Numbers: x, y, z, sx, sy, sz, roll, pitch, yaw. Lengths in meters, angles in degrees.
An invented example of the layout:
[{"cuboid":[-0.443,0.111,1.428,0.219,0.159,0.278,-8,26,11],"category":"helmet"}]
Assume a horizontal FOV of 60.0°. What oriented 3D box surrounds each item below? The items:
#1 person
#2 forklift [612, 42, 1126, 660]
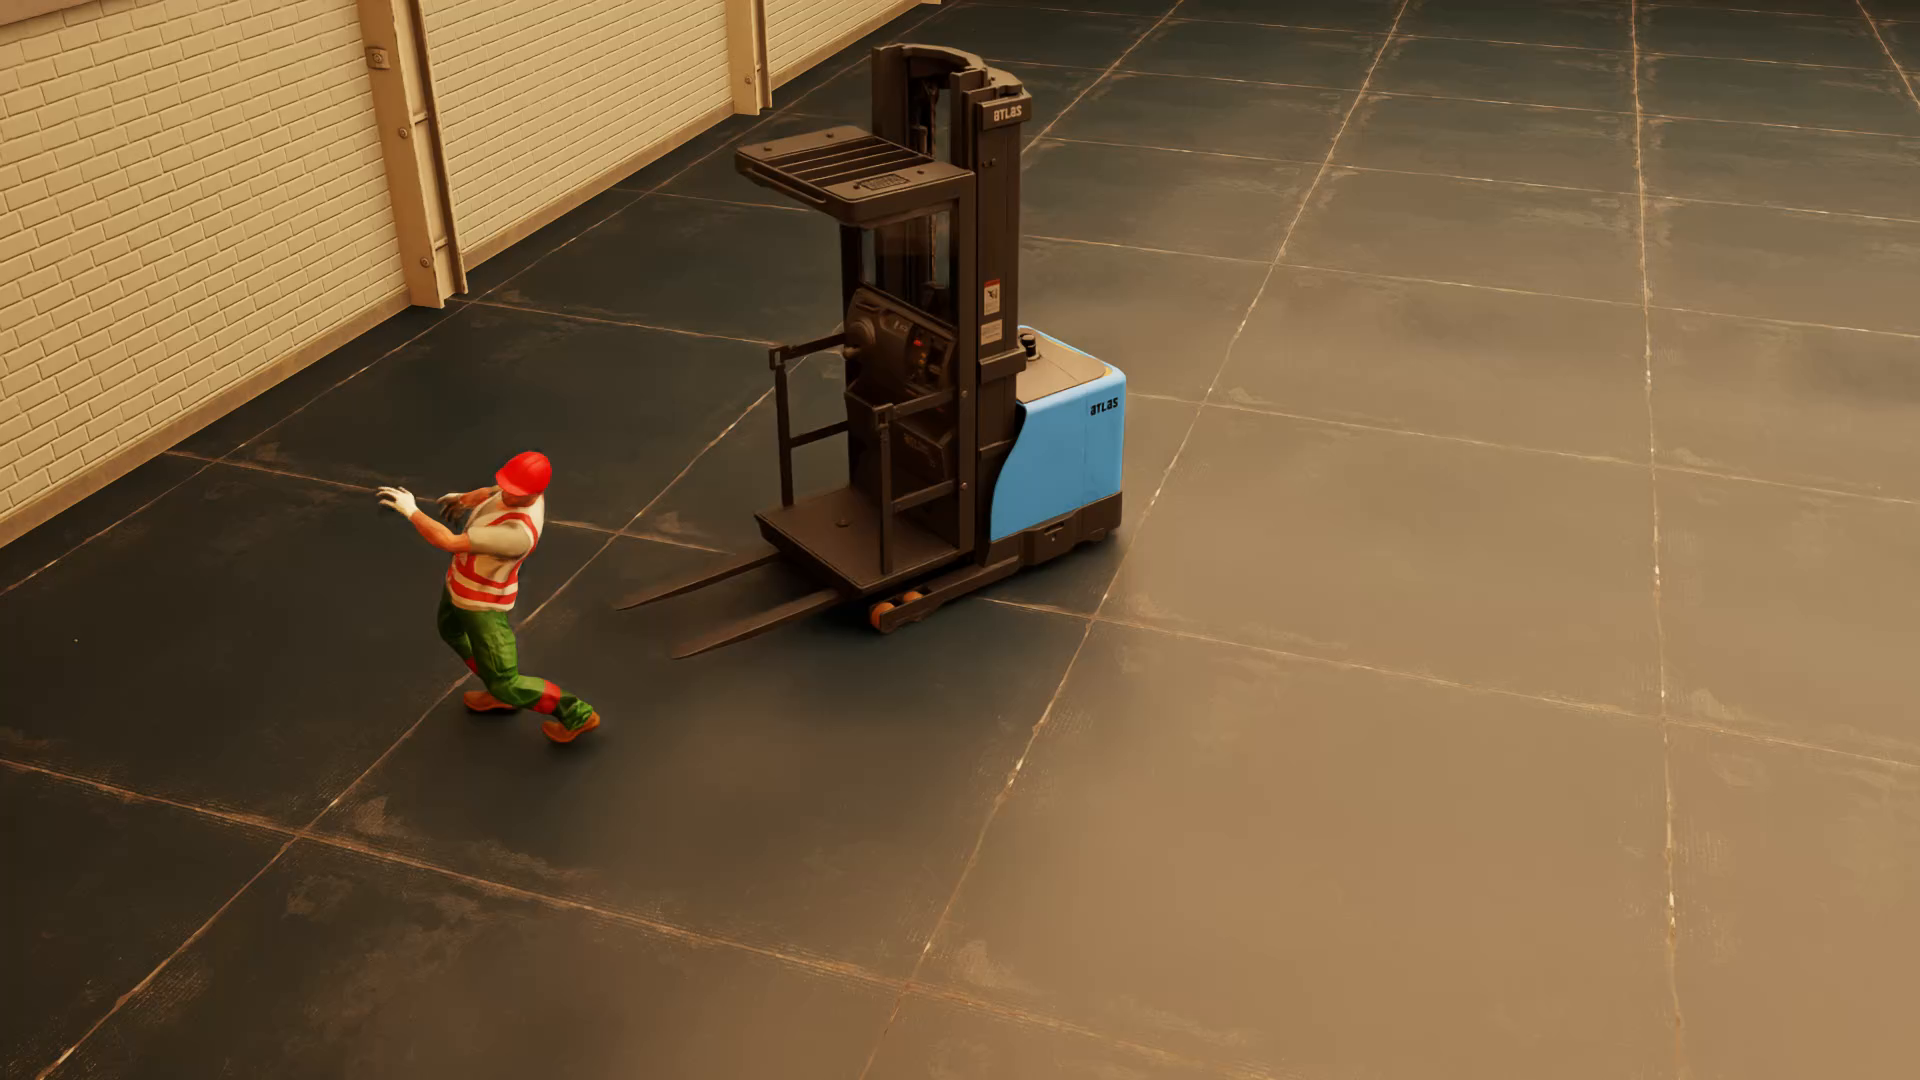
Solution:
[{"cuboid":[-2.348,0.205,8.124,0.808,1.557,0.997,-14,33,-23],"category":"person"},{"cuboid":[-0.494,-1.055,8.988,3.031,2.935,1.130,-21,36,-32],"category":"forklift"}]
